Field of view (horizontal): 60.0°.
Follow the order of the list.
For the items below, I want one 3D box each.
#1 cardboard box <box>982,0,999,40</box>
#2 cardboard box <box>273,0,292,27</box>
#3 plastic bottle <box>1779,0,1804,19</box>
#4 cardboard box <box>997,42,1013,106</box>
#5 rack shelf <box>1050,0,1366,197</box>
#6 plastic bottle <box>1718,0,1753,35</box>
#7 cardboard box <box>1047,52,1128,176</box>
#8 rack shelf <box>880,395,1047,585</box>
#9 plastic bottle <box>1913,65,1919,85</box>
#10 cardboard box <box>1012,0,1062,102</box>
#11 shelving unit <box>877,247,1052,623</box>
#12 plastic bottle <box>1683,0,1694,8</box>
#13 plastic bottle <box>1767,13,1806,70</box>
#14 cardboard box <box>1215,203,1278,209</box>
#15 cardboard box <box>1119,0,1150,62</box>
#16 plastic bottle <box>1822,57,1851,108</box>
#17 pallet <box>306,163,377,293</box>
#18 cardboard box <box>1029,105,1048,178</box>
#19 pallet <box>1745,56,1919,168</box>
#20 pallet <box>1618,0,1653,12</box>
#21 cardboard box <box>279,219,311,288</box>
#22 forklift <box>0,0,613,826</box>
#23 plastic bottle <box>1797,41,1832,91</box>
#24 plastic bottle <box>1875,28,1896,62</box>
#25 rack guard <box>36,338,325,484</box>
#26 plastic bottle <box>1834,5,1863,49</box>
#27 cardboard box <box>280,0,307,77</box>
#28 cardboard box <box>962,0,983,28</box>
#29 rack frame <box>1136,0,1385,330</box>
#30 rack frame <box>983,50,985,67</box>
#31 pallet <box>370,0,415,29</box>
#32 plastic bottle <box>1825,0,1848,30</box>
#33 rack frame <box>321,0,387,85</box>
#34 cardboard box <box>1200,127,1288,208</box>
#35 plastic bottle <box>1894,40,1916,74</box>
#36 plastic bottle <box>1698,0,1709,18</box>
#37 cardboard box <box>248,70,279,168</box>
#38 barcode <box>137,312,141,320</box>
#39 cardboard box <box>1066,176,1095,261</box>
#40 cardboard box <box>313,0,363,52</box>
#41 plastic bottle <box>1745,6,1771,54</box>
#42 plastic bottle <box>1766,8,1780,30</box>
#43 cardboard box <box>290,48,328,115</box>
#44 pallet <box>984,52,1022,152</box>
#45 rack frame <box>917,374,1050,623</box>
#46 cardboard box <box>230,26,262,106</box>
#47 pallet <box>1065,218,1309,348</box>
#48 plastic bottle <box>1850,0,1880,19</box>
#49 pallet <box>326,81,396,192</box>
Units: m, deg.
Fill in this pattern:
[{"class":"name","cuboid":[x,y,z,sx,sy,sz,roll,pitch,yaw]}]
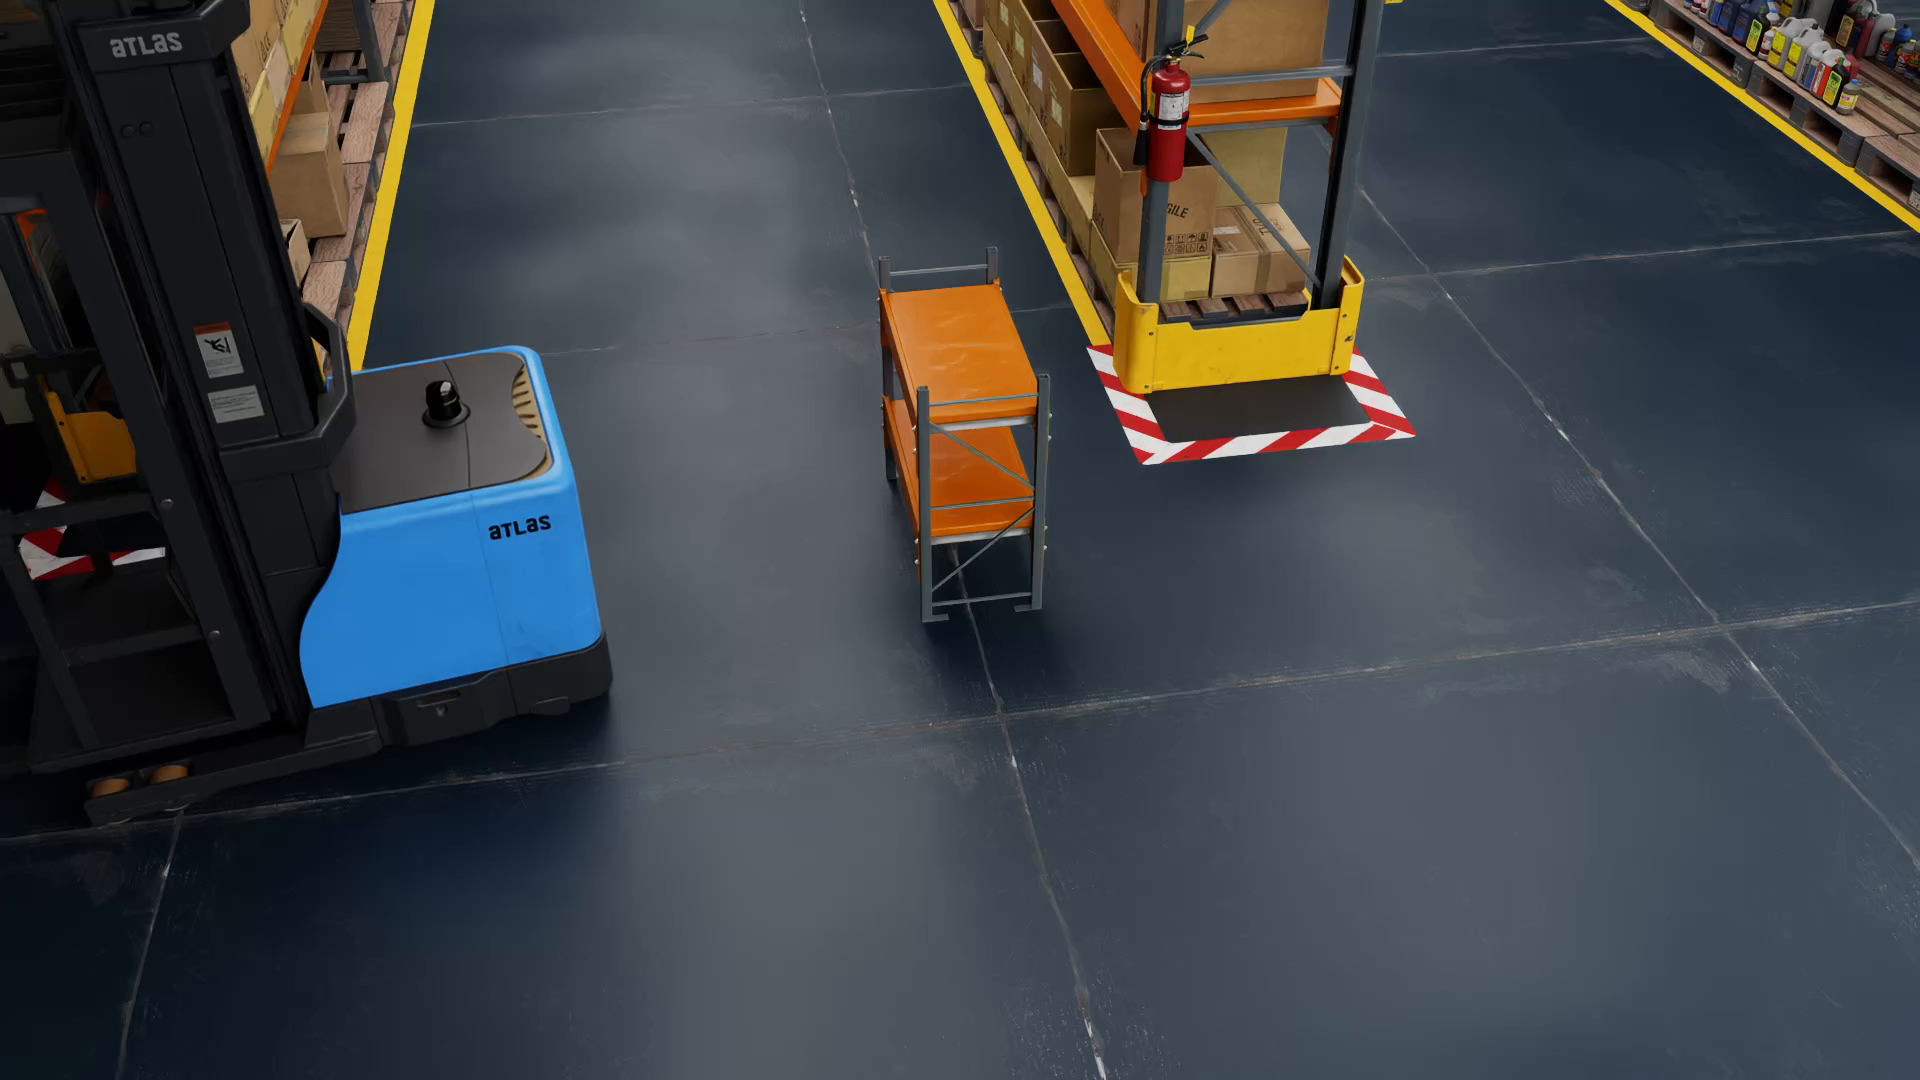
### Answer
[{"class":"cardboard box","cuboid":[0.433,-3.556,10.670,0.500,0.500,0.500,-6,38,-8]},{"class":"cardboard box","cuboid":[-3.465,-2.720,7.801,0.500,0.500,0.500,-7,38,-9]},{"class":"plastic bottle","cuboid":[5.792,-3.778,11.469,0.144,0.351,0.185,-6,38,-8]},{"class":"cardboard box","cuboid":[0.525,-2.958,10.512,0.500,0.250,0.500,-6,38,-8]},{"class":"rack shelf","cuboid":[1.010,-3.001,9.255,1.077,0.370,4.000,-6,38,-8]},{"class":"plastic bottle","cuboid":[5.270,-3.619,11.264,0.144,0.351,0.185,-5,38,-7]},{"class":"cardboard box","cuboid":[0.784,-2.348,9.115,0.500,0.500,0.500,-6,38,-8]},{"class":"rack shelf","cuboid":[-0.001,-0.255,7.060,0.538,0.278,1.000,-6,38,-8]},{"class":"plastic bottle","cuboid":[6.167,-3.040,10.583,0.097,0.271,0.097,0,38,0]},{"class":"cardboard box","cuboid":[0.608,-2.952,9.892,0.500,0.500,0.500,-6,38,-8]},{"class":"shelving unit","cuboid":[-0.001,-0.448,6.910,0.538,1.125,1.048,-6,38,-8]},{"class":"plastic bottle","cuboid":[5.161,-3.881,11.665,0.097,0.271,0.097,0,38,0]},{"class":"plastic bottle","cuboid":[5.377,-3.249,10.787,0.144,0.351,0.185,-7,38,-8]},{"class":"cardboard box","cuboid":[1.394,-1.807,9.030,0.500,0.250,0.500,-6,38,-8]},{"class":"cardboard box","cuboid":[1.195,-2.717,8.221,0.700,0.500,0.500,-5,38,-7]},{"class":"plastic bottle","cuboid":[5.446,-2.840,10.316,0.061,0.283,0.133,-5,38,-7]},{"class":"pallet","cuboid":[-3.847,-1.717,9.288,1.003,0.211,1.213,-6,38,-8]},{"class":"cardboard box","cuboid":[0.701,-2.354,9.734,0.500,0.250,0.500,-6,38,-8]},{"class":"pallet","cuboid":[5.831,-2.774,10.649,1.003,0.211,1.213,-6,38,-8]},{"class":"pallet","cuboid":[5.361,-4.393,12.732,1.003,0.211,1.213,-6,38,-8]},{"class":"cardboard box","cuboid":[-3.648,-1.426,8.474,0.500,0.311,0.500,-3,38,-4]},{"class":"forklift","cuboid":[-2.916,-0.509,5.516,3.031,2.935,1.130,-12,39,-15]},{"class":"plastic bottle","cuboid":[5.443,-3.007,10.537,0.152,0.276,0.135,-7,38,-9]},{"class":"plastic bottle","cuboid":[6.096,-3.257,10.919,0.097,0.201,0.097,0,38,0]},{"class":"rack guard","cuboid":[-3.529,-0.601,7.616,1.175,0.500,0.348,-6,38,-8]},{"class":"plastic bottle","cuboid":[5.927,-3.429,11.075,0.061,0.283,0.133,-6,38,-8]},{"class":"cardboard box","cuboid":[-3.477,-2.440,8.052,0.500,0.250,0.500,-7,38,-9]},{"class":"cardboard box","cuboid":[0.301,-3.793,11.586,0.500,0.250,0.500,-7,38,-8]},{"class":"rack frame","cuboid":[1.361,-2.077,7.479,1.000,3.000,0.127,-6,38,-8]},{"class":"rack frame","cuboid":[0.660,-4.493,10.589,1.000,3.000,0.127,-6,38,-8]},{"class":"pallet","cuboid":[-4.572,-4.066,12.311,1.003,0.211,1.213,-6,38,-8]},{"class":"plastic bottle","cuboid":[5.967,-3.678,11.339,0.144,0.351,0.185,-8,39,-10]},{"class":"rack frame","cuboid":[-4.217,-3.958,9.900,1.000,3.000,0.127,-6,38,-8]},{"class":"cardboard box","cuboid":[1.396,-2.103,8.800,0.500,0.500,0.500,-6,38,-8]},{"class":"plastic bottle","cuboid":[6.132,-3.133,10.759,0.097,0.201,0.097,0,38,0]},{"class":"plastic bottle","cuboid":[5.197,-3.730,11.529,0.097,0.201,0.097,0,38,0]},{"class":"cardboard box","cuboid":[-3.288,-1.820,7.254,0.500,0.250,0.500,-7,38,-9]},{"class":"barcode","cuboid":[-3.945,-1.053,7.987,0.001,0.075,0.075,-6,38,-8]},{"class":"cardboard box","cuboid":[0.876,-1.750,8.957,0.500,0.250,0.500,-6,38,-8]},{"class":"cardboard box","cuboid":[-4.362,-3.588,11.102,0.700,0.500,0.500,-5,38,-6]},{"class":"plastic bottle","cuboid":[5.291,-3.375,11.004,0.061,0.283,0.133,-5,38,-6]},{"class":"plastic bottle","cuboid":[5.366,-3.389,11.033,0.097,0.271,0.097,0,38,0]},{"class":"cardboard box","cuboid":[-3.995,-2.522,9.731,0.500,0.500,0.500,-9,39,-11]},{"class":"pallet","cuboid":[0.758,-2.907,10.820,1.003,0.211,1.213,-6,38,-8]},{"class":"rack frame","cuboid":[0.088,-0.141,6.515,0.500,1.125,0.032,-6,38,-8]},{"class":"cardboard box","cuboid":[-3.303,-2.108,7.013,0.500,0.500,0.500,-6,38,-8]},{"class":"pallet","cuboid":[1.185,-1.434,8.923,1.003,0.211,1.213,-6,38,-8]},{"class":"plastic bottle","cuboid":[6.024,-3.483,11.088,0.144,0.351,0.185,-6,38,-8]},{"class":"pallet","cuboid":[-4.064,-2.455,10.238,1.003,0.211,1.213,-6,38,-8]}]
